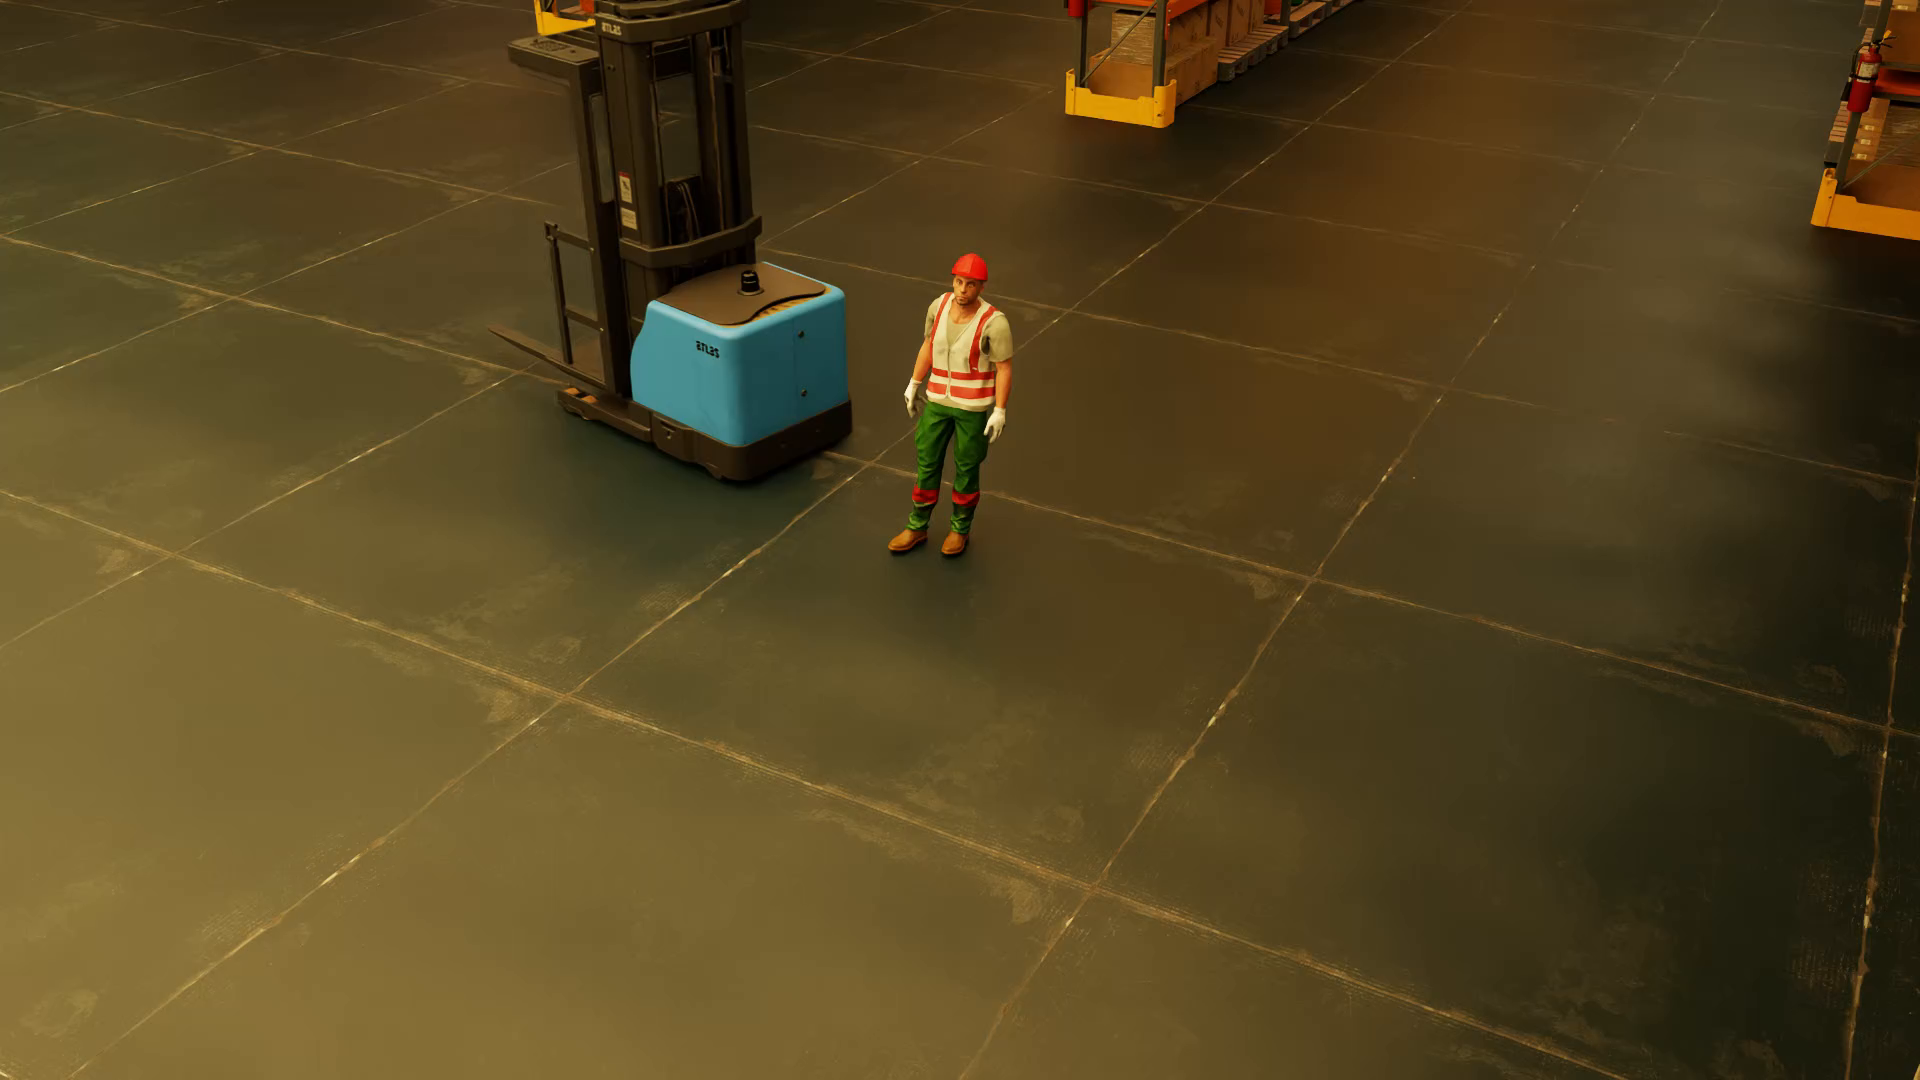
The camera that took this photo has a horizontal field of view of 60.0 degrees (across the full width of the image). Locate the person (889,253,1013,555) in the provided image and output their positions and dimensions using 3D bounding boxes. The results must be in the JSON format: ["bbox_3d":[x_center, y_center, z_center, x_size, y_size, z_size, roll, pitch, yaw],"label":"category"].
[{"bbox_3d":[-0.050,-0.749,9.496,0.637,1.790,0.562,15,33,25],"label":"person"}]

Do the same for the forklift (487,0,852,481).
[{"bbox_3d":[-2.150,-2.262,10.991,3.031,2.935,1.130,24,38,36],"label":"forklift"}]
